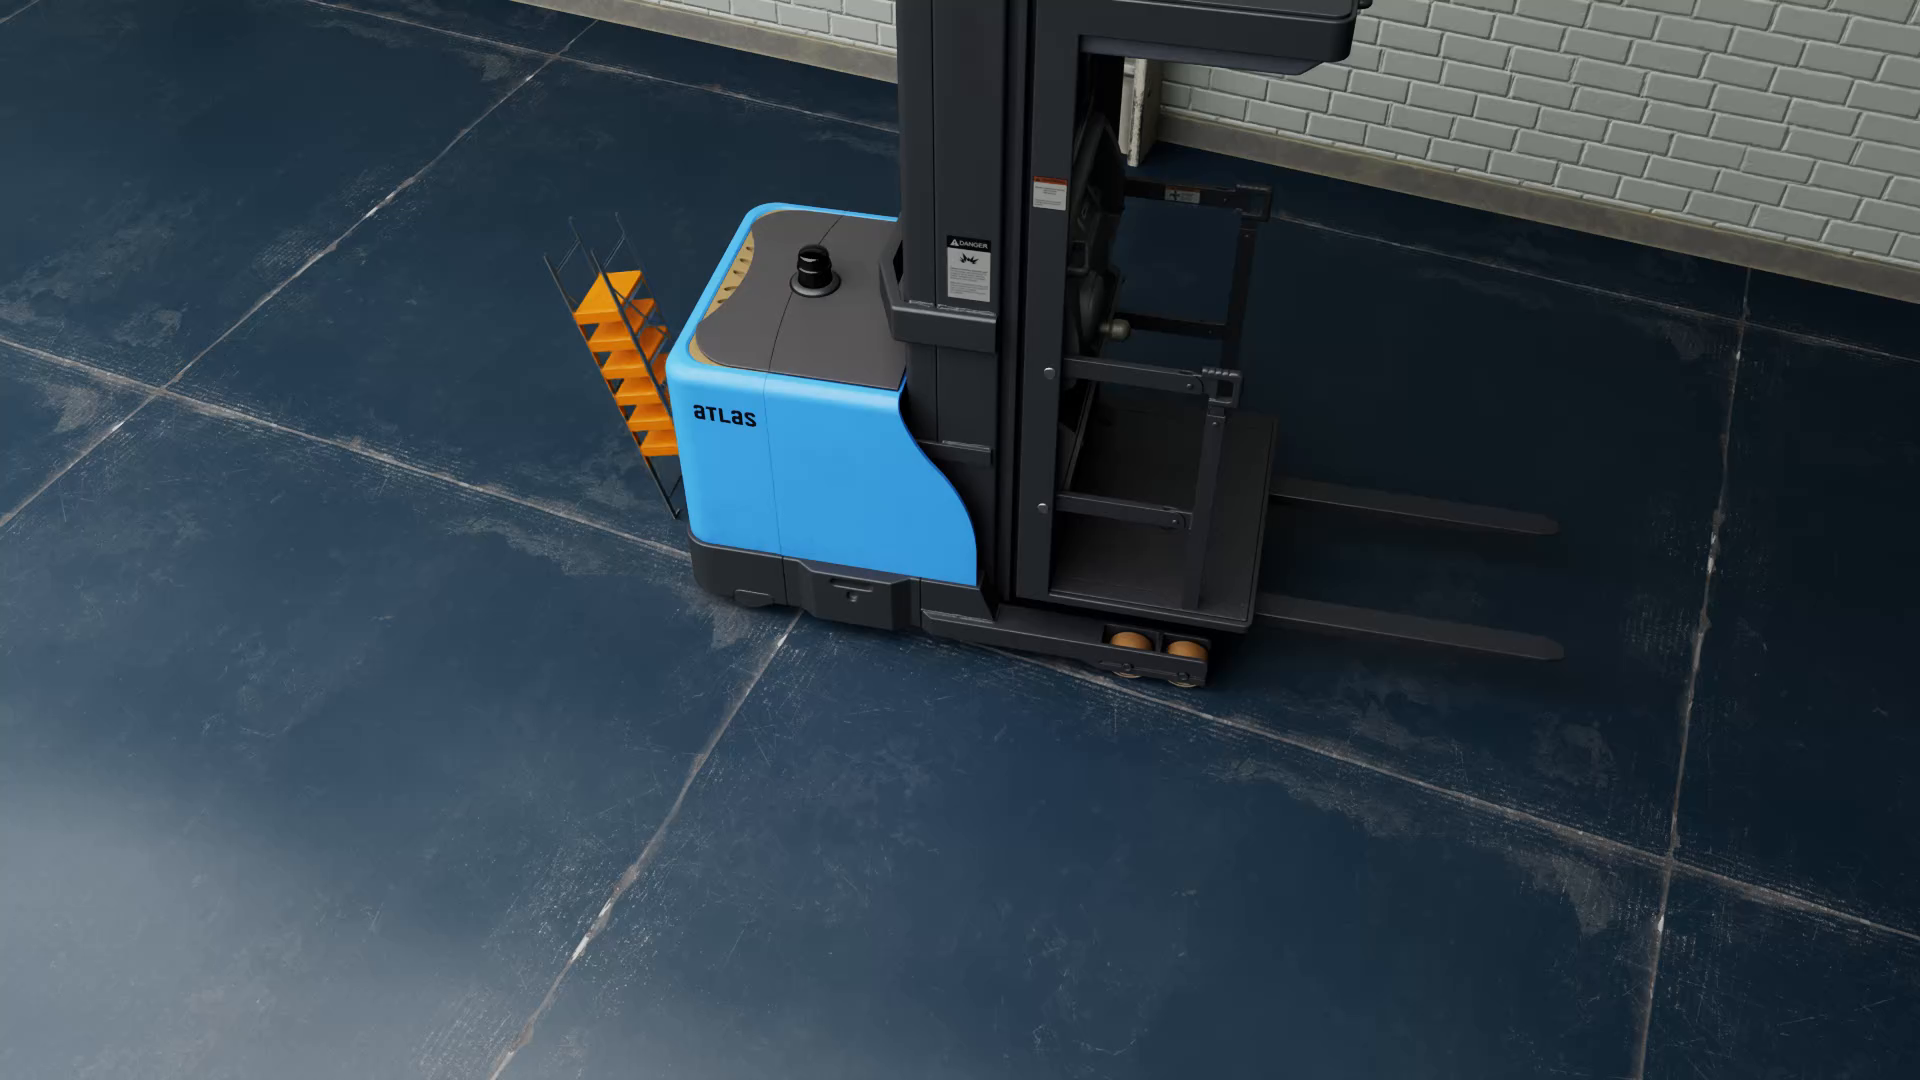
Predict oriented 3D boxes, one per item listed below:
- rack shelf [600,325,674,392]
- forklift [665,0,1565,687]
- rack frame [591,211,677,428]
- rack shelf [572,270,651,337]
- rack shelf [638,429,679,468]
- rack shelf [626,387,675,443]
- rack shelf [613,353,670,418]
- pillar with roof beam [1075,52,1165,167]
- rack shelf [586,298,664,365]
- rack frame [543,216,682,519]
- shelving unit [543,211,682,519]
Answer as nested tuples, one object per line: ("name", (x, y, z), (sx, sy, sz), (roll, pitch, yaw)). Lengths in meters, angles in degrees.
("rack shelf", (-1.145, -0.654, 5.946), (0.180, 0.103, 0.258), (-2, 43, 20))
("forklift", (0.608, -0.944, 5.121), (3.031, 2.935, 1.130), (9, 46, 9))
("rack frame", (-1.040, -0.602, 5.963), (0.006, 1.200, 0.240), (-2, 43, 20))
("rack shelf", (-1.206, -0.828, 5.793), (0.180, 0.103, 0.258), (-2, 43, 20))
("rack shelf", (-1.053, -0.393, 6.176), (0.180, 0.103, 0.258), (-2, 43, 20))
("rack shelf", (-1.084, -0.480, 6.099), (0.180, 0.103, 0.258), (-2, 43, 20))
("rack shelf", (-1.114, -0.567, 6.023), (0.180, 0.103, 0.258), (-2, 43, 20))
("pillar with roof beam", (-0.917, -2.351, 2.233), (0.400, 9.000, 9.100), (16, 47, 16))
("rack shelf", (-1.176, -0.741, 5.869), (0.180, 0.103, 0.258), (-2, 43, 20))
("rack frame", (-1.212, -0.596, 6.025), (0.006, 1.200, 0.240), (-2, 43, 20))
("shelving unit", (-1.126, -0.599, 5.994), (0.189, 1.200, 0.258), (-2, 43, 20))
